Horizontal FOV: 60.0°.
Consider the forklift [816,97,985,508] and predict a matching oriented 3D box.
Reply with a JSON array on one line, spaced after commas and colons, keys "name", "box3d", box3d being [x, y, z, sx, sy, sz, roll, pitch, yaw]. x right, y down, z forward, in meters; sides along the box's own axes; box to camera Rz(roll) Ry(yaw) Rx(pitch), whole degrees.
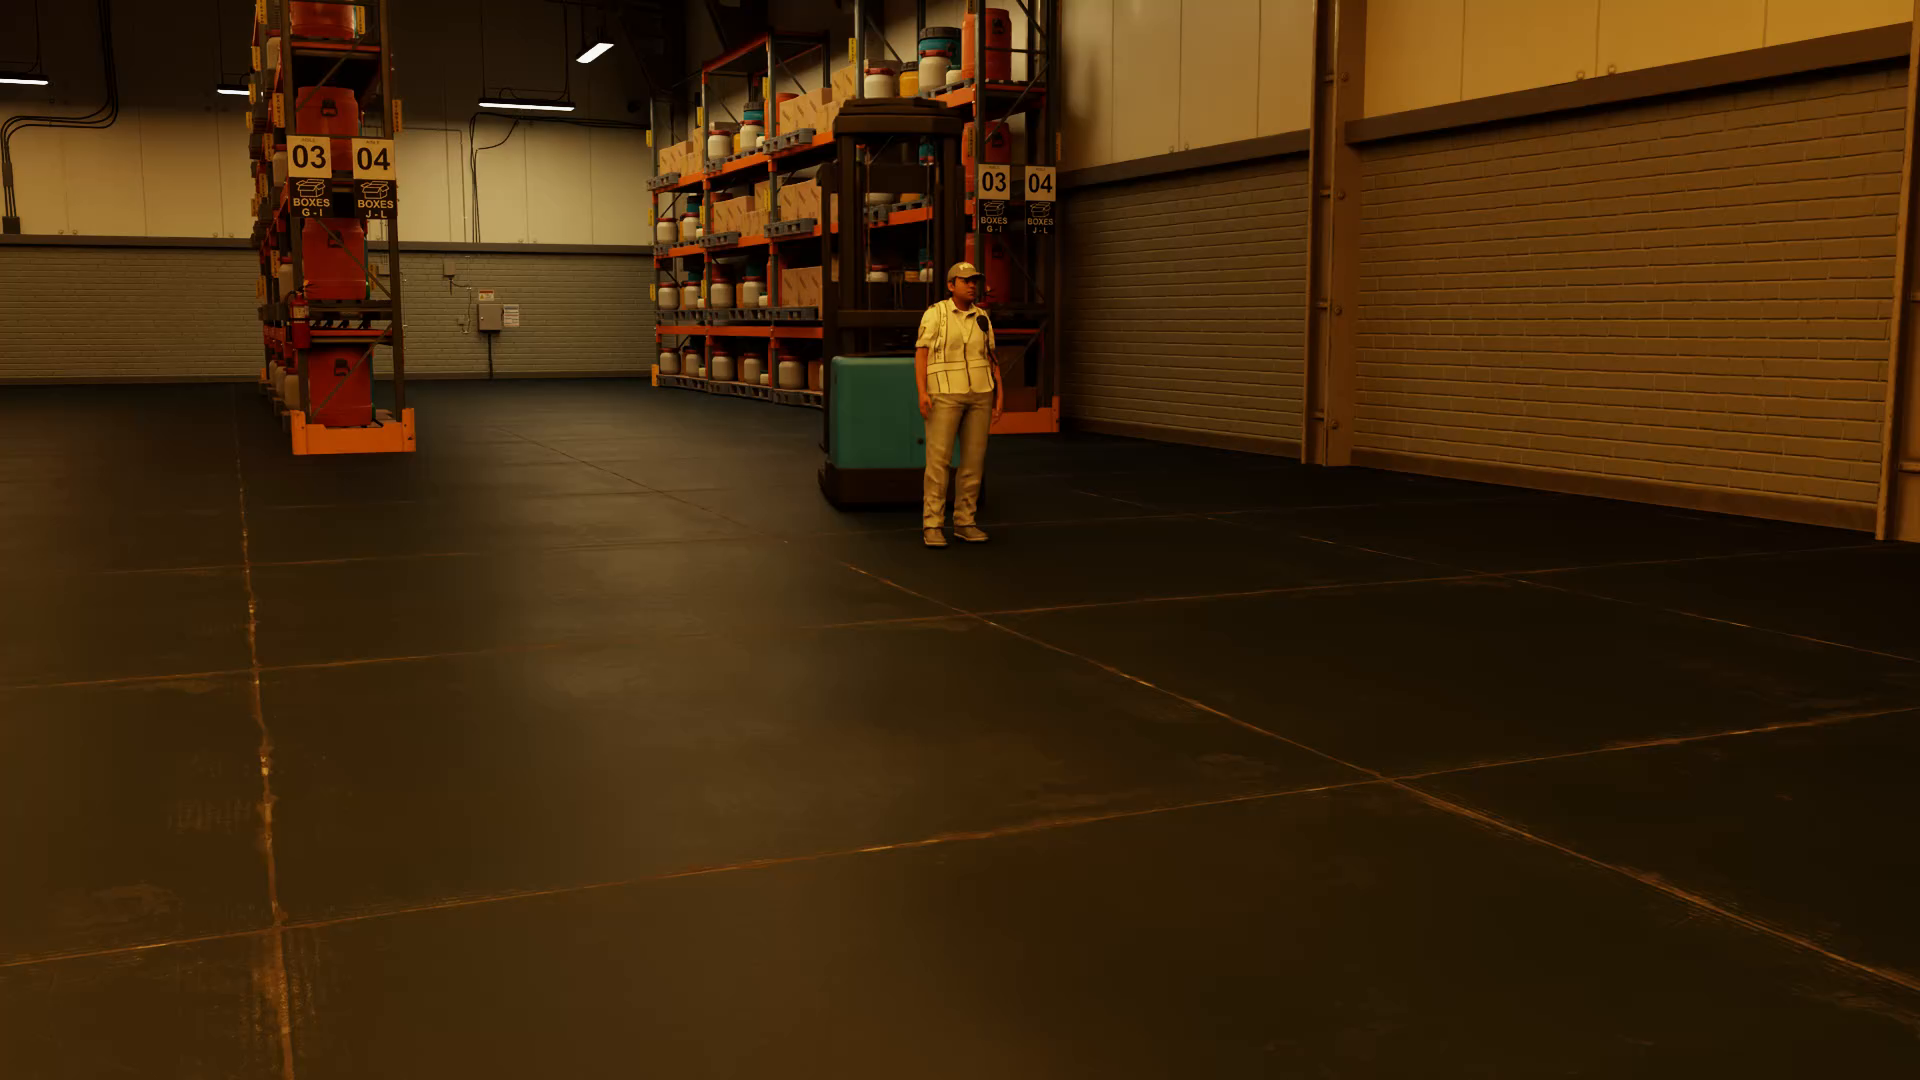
[{"name": "forklift", "box3d": [-0.537, -1.842, 12.910, 1.130, 2.935, 3.031, -1, 8, -8]}]

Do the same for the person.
[{"name": "person", "box3d": [0.010, -0.824, 9.965, 0.598, 1.670, 0.529, -3, 8, -23]}]
